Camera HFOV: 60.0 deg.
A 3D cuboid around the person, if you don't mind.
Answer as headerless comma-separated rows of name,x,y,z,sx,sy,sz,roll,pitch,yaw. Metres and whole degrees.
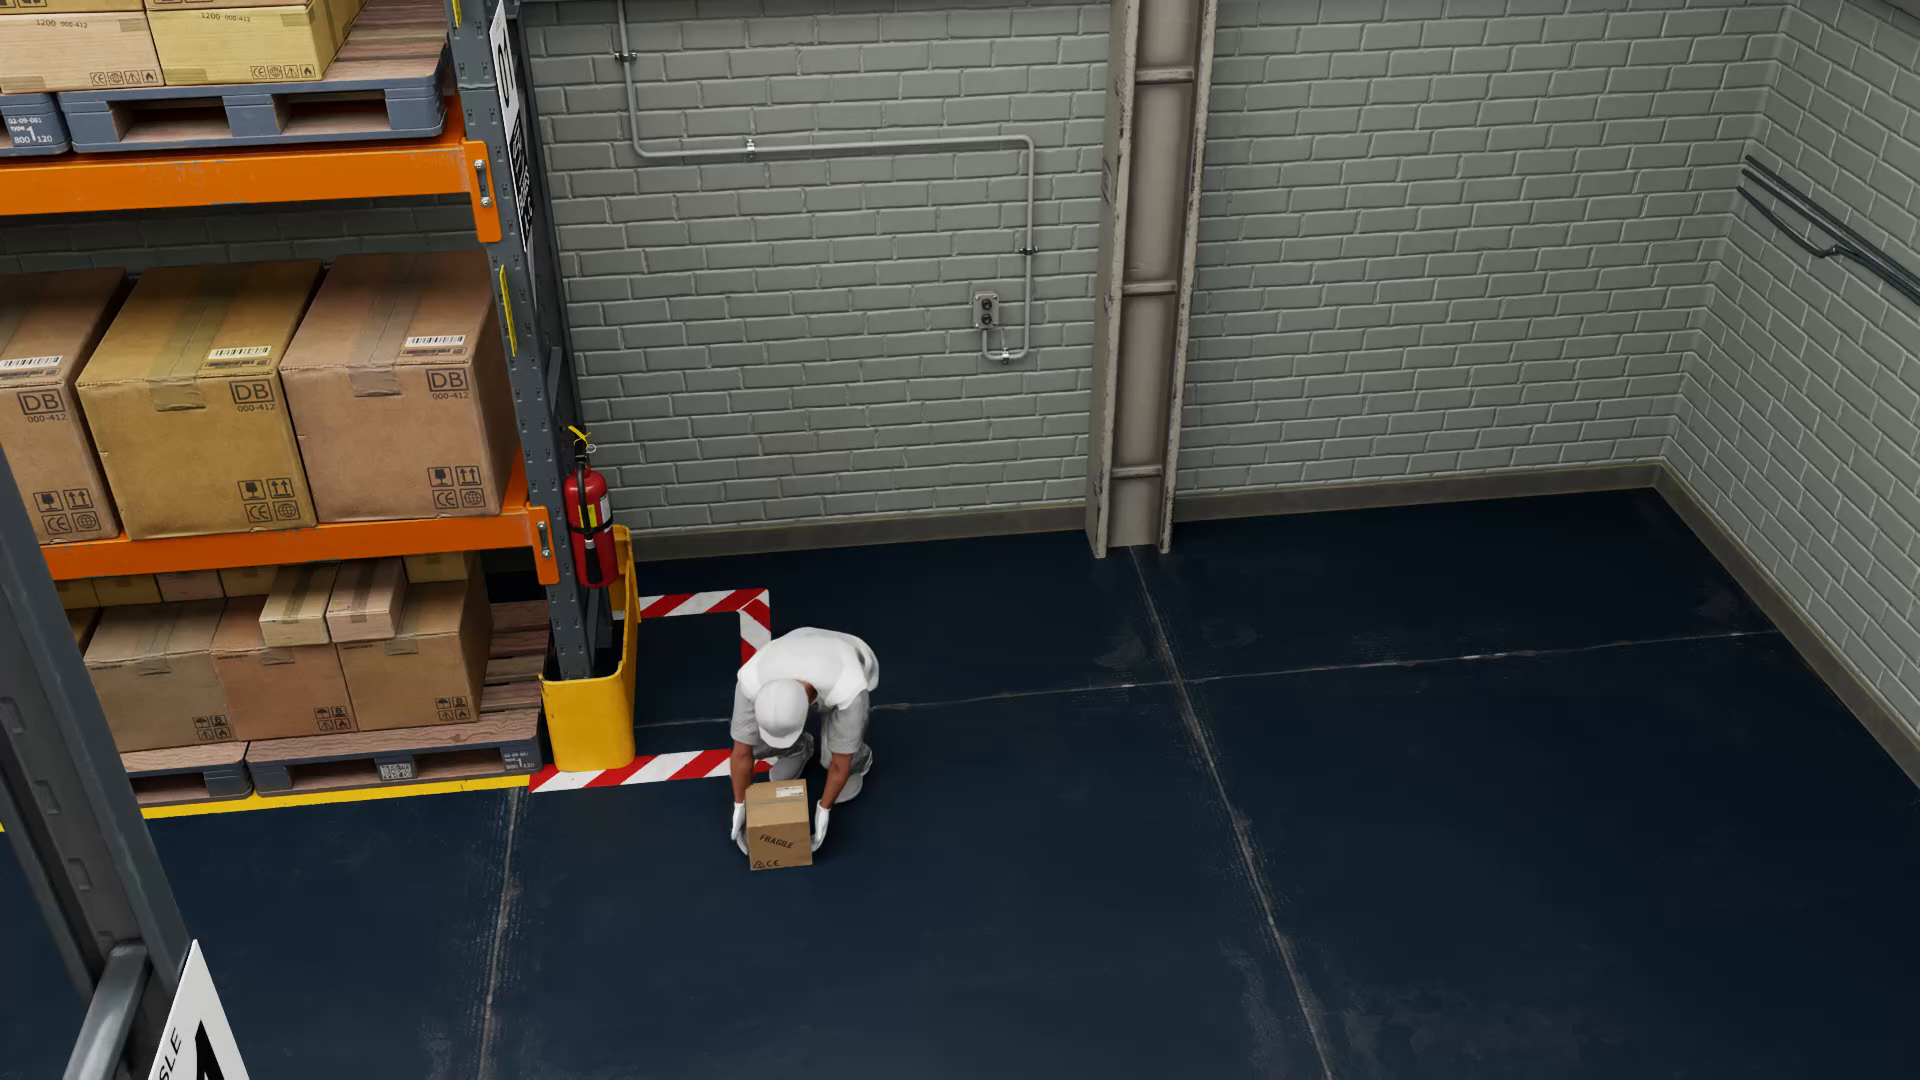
person,-0.623,0.736,6.845,0.579,0.895,0.935,11,36,16
